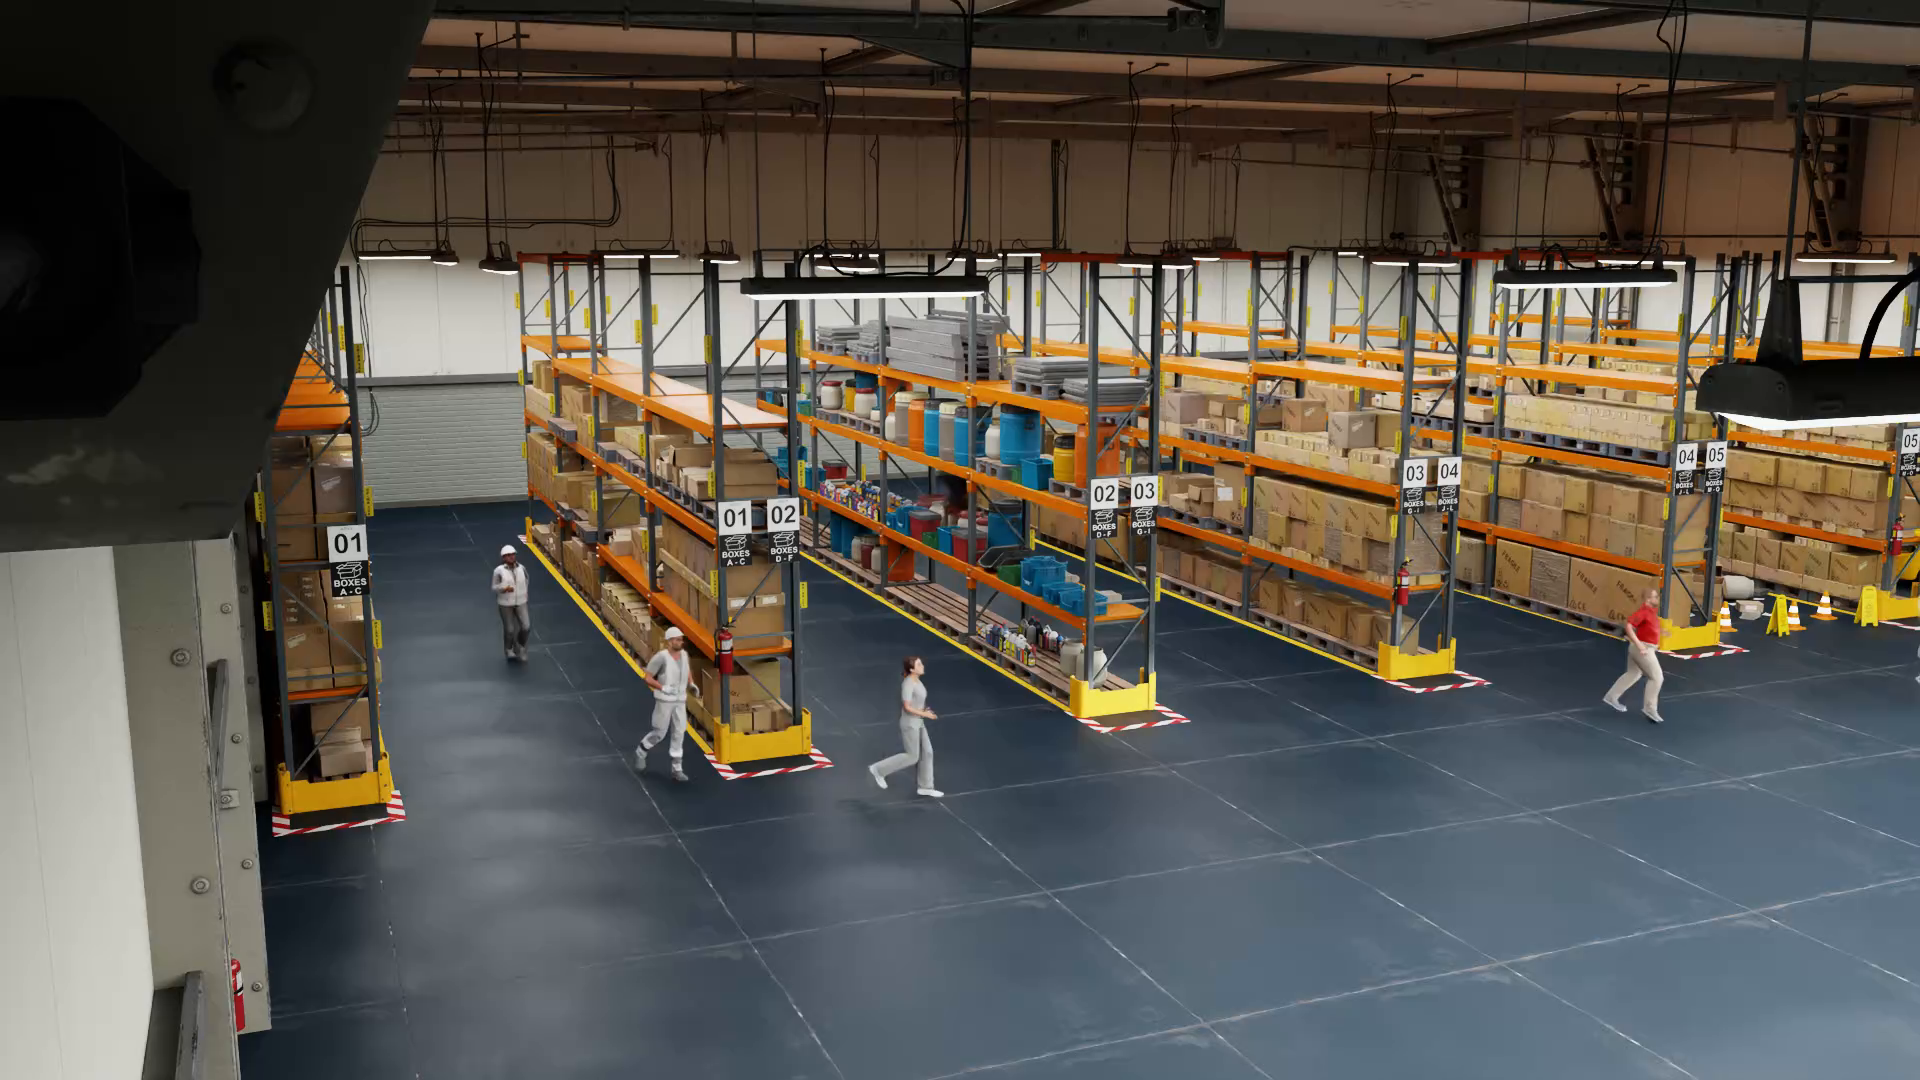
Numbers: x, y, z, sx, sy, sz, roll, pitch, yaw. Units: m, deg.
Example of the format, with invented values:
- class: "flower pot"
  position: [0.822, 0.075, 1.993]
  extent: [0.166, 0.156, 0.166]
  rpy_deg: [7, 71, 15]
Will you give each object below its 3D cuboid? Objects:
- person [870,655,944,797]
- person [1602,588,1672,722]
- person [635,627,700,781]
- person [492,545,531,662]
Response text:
- class: "person"
  position: [-0.598, 2.116, 18.963]
  extent: [0.838, 1.665, 0.577]
  rpy_deg: [1, 10, 6]
- class: "person"
  position: [8.992, 1.515, 22.053]
  extent: [0.793, 1.788, 0.647]
  rpy_deg: [4, 11, 19]
- class: "person"
  position: [-3.380, 1.899, 19.646]
  extent: [0.915, 1.763, 0.720]
  rpy_deg: [10, 14, 42]
- class: "person"
  position: [-6.668, 0.971, 24.880]
  extent: [0.640, 1.789, 0.669]
  rpy_deg: [-6, 12, -31]
